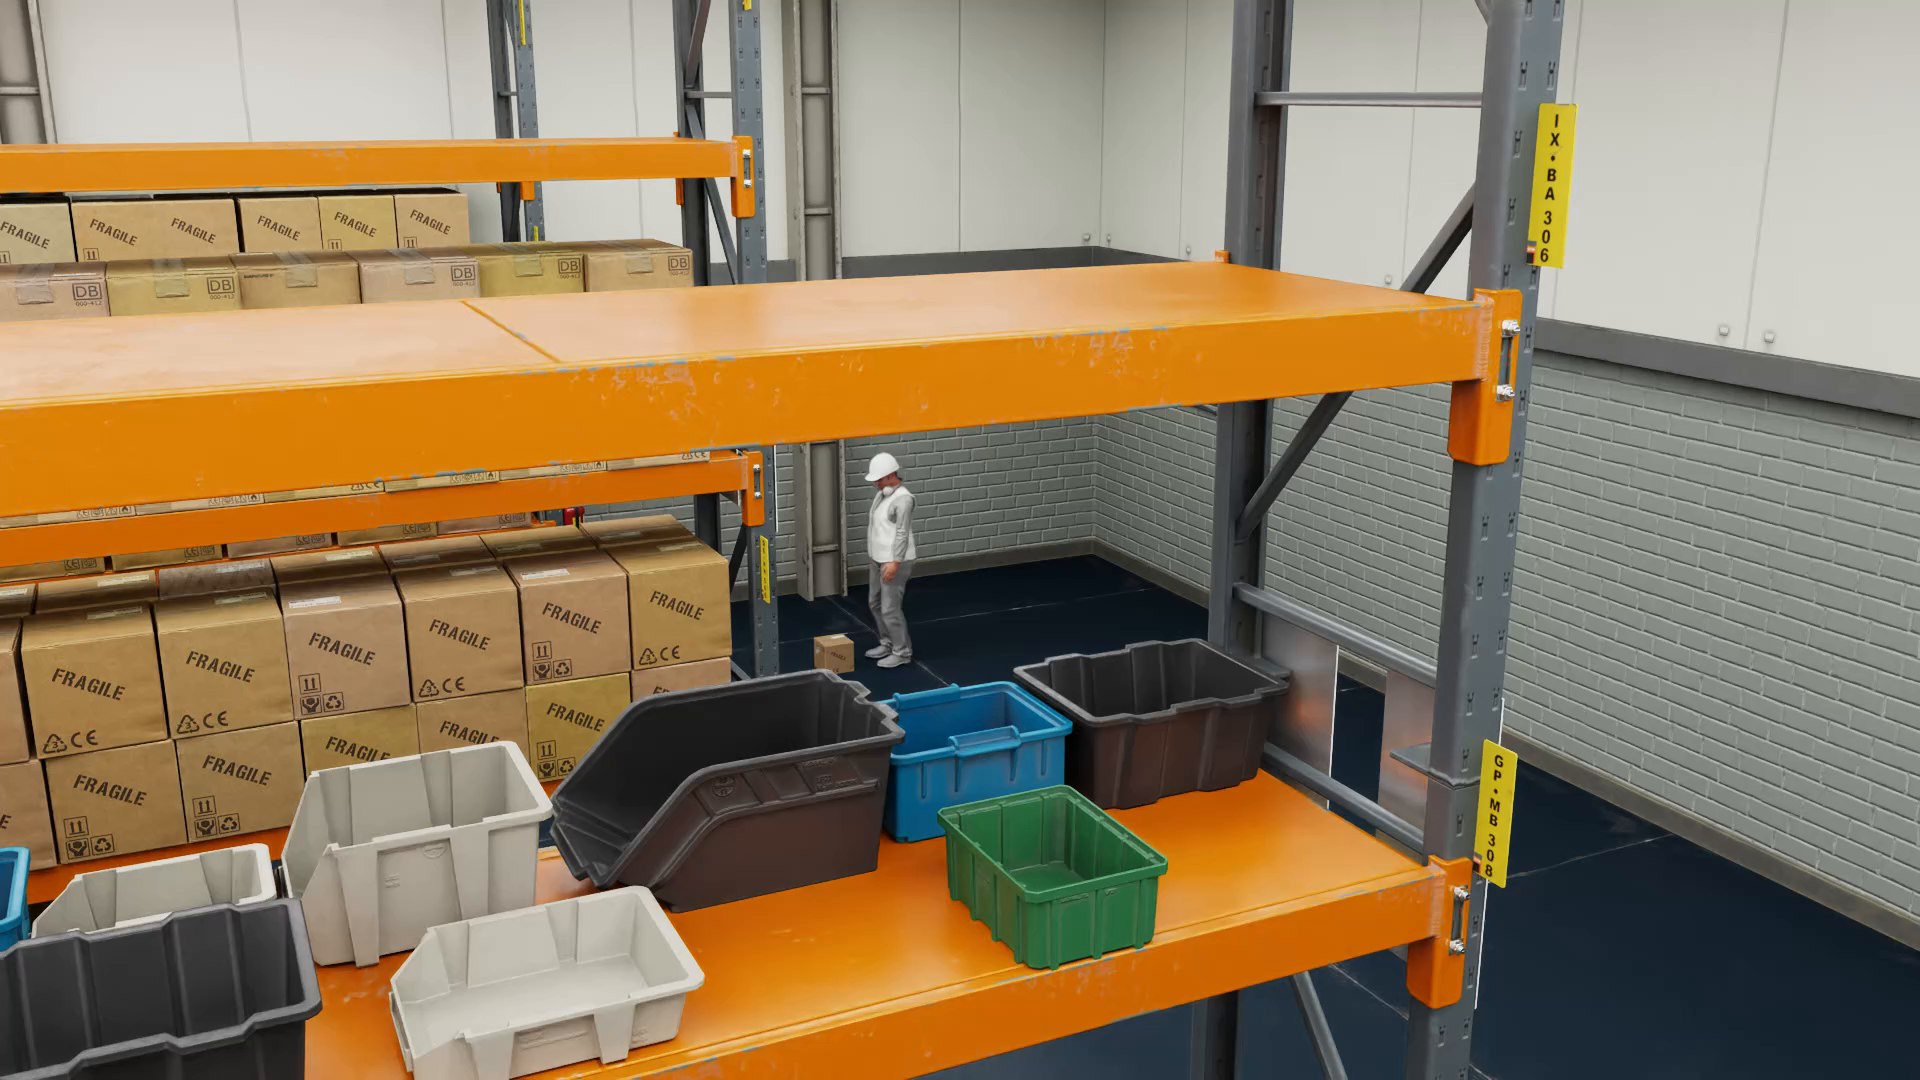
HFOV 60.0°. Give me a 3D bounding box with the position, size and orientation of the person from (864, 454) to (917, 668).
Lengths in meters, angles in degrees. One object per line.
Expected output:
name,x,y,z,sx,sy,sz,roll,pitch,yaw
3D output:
person,-0.570,0.159,13.444,0.413,1.748,0.546,-7,17,-24
